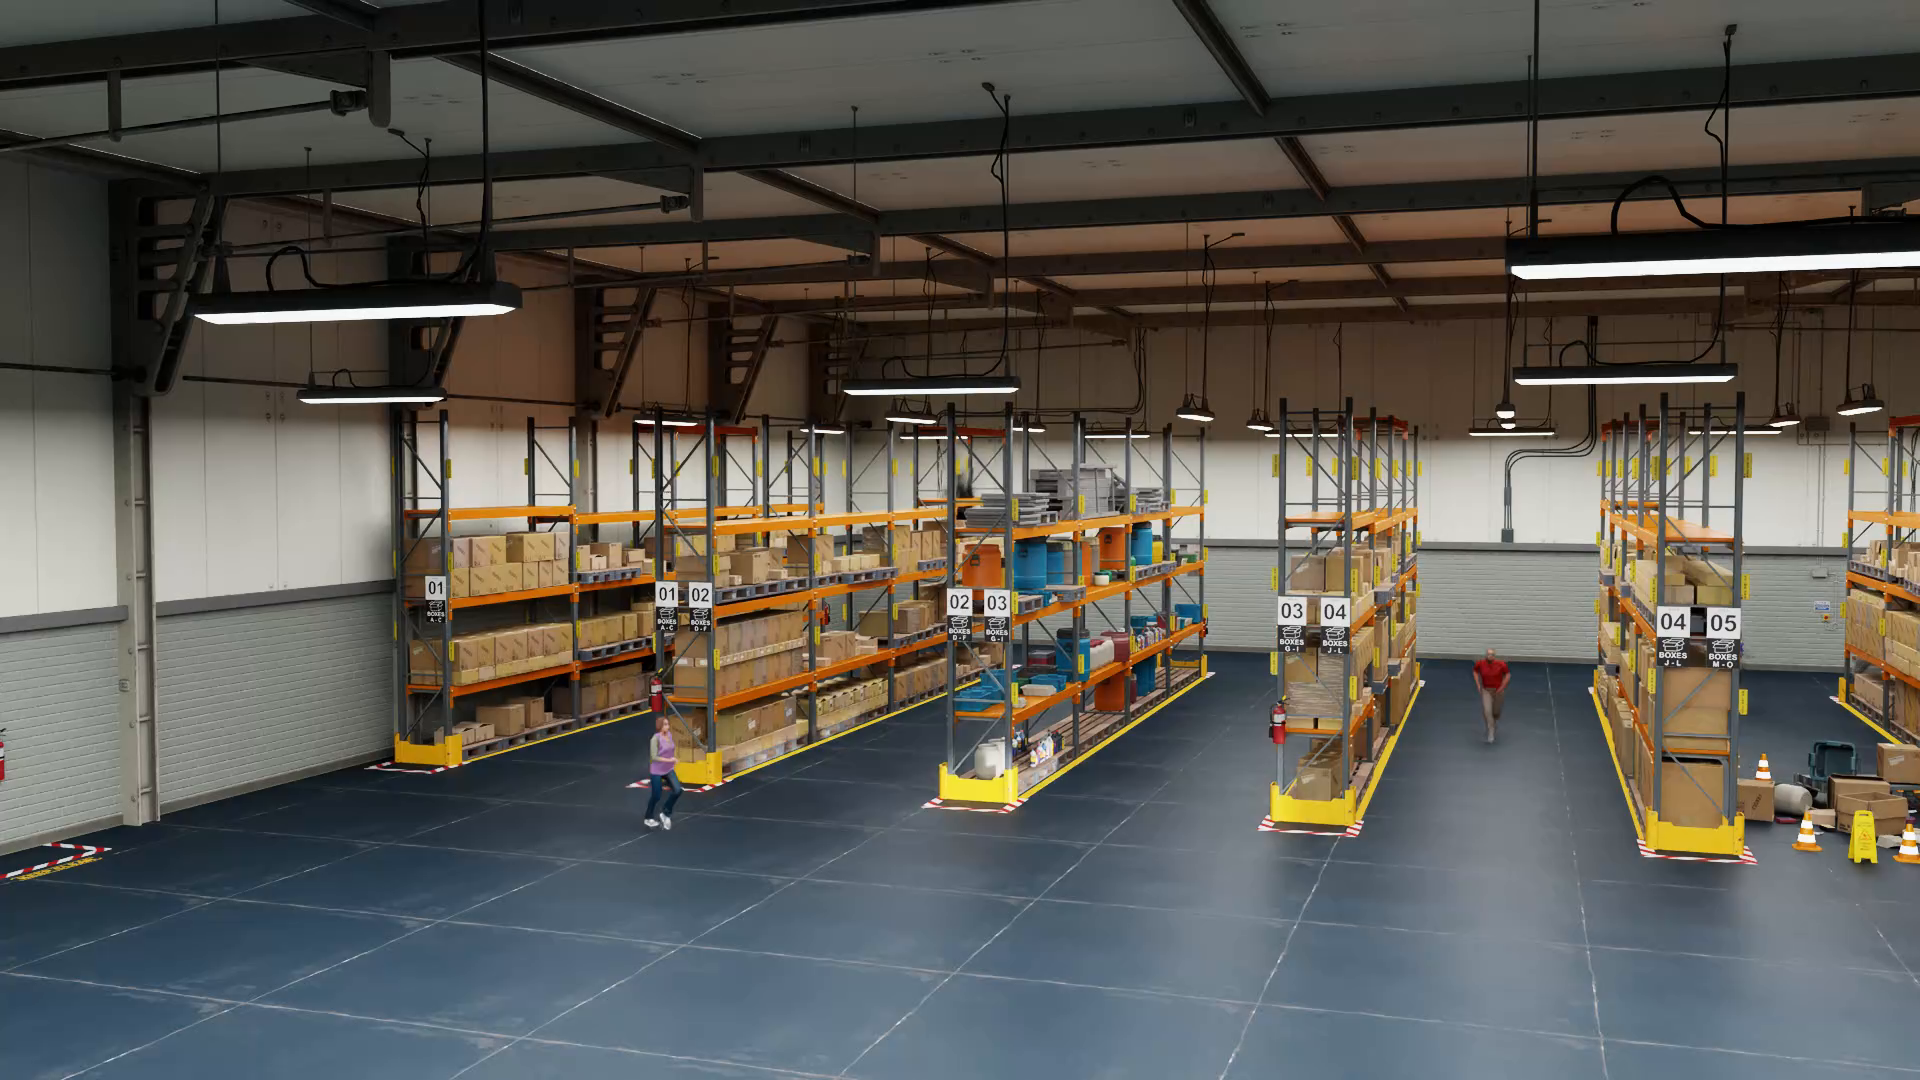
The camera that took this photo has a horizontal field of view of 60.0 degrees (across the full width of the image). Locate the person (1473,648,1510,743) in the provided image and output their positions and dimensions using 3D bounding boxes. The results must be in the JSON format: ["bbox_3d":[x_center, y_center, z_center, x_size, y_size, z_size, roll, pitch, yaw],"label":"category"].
[{"bbox_3d":[9.863,2.854,30.869,0.662,1.733,1.024,1,3,16],"label":"person"}]

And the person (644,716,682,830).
[{"bbox_3d":[-4.091,3.216,22.954,0.732,1.585,0.504,2,3,39],"label":"person"}]

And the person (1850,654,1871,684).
[{"bbox_3d":[19.826,2.596,36.440,0.552,1.713,0.711,1,3,23],"label":"person"}]
